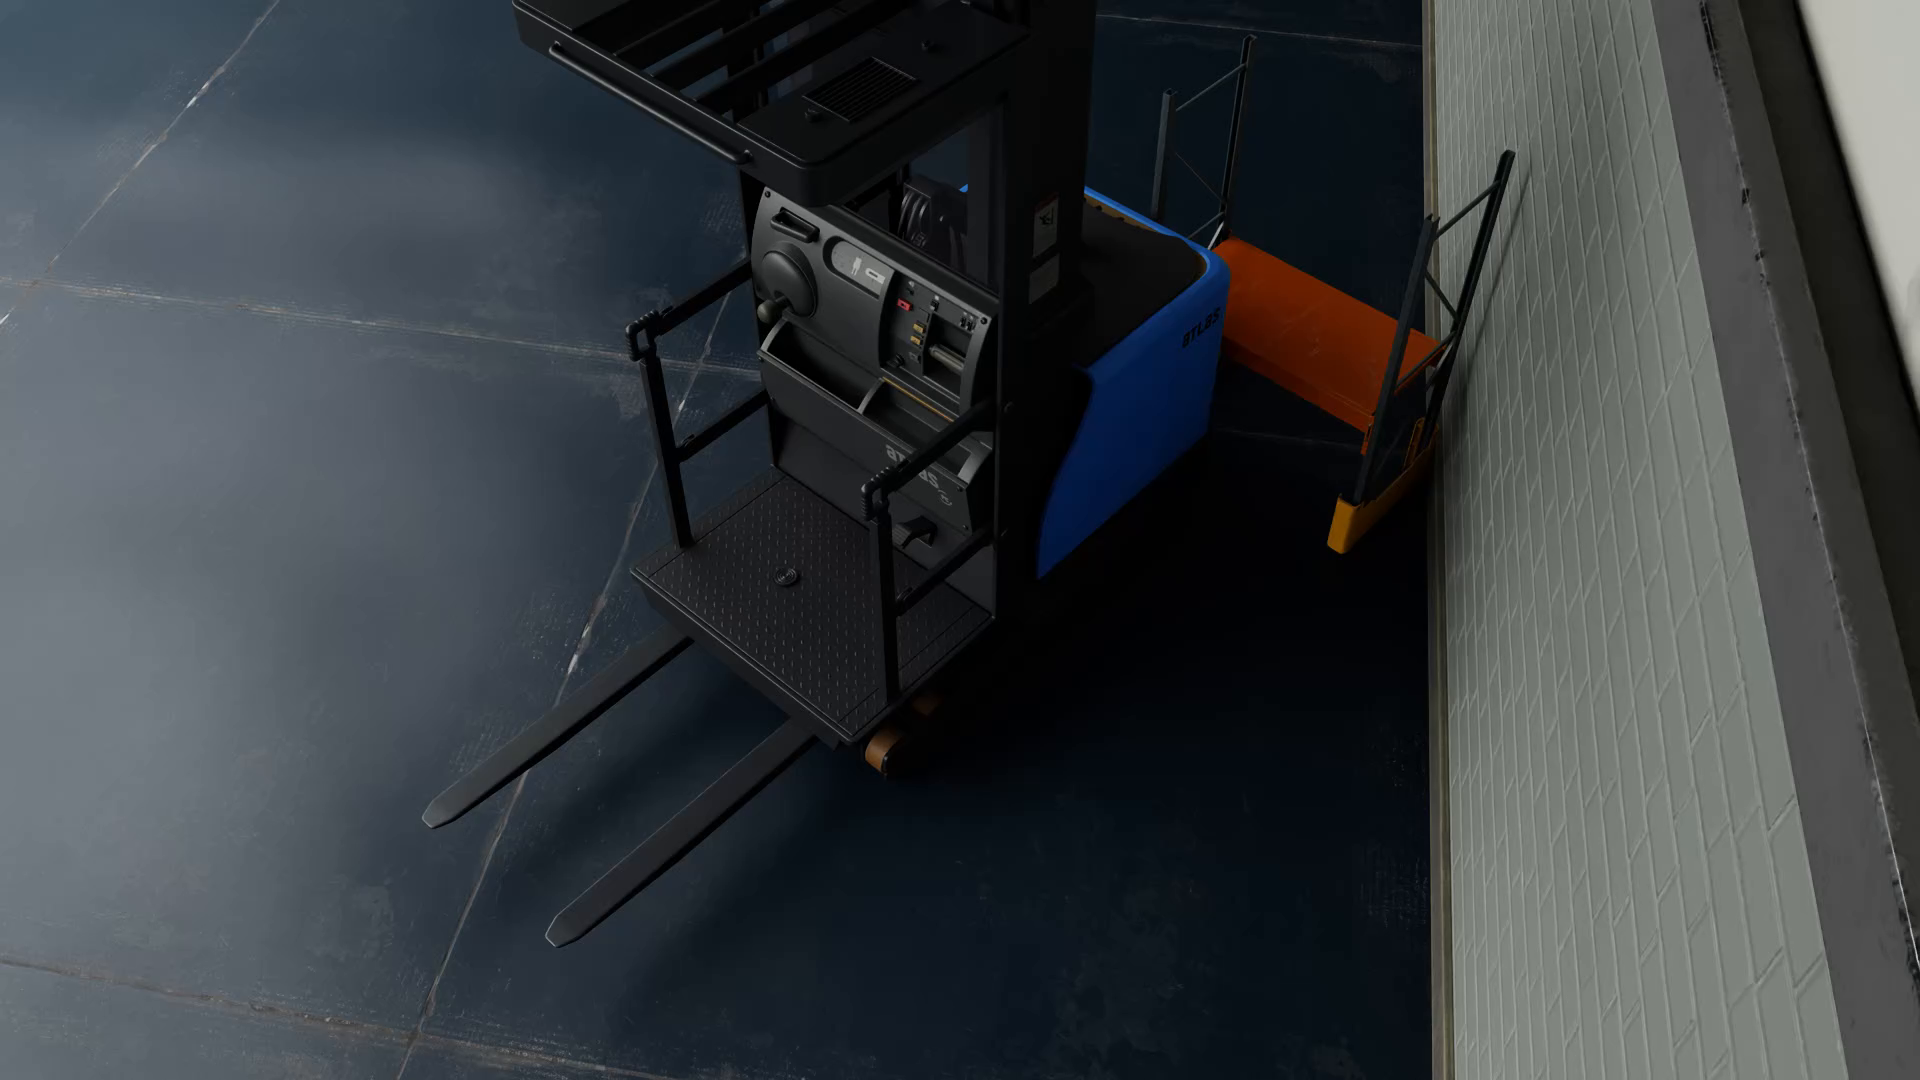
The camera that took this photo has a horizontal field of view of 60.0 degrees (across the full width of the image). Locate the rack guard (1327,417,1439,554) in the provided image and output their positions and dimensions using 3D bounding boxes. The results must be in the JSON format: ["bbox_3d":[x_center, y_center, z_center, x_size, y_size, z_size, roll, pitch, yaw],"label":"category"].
[{"bbox_3d":[1.596,-0.208,6.269,0.087,0.250,0.587,34,57,27],"label":"rack guard"}]

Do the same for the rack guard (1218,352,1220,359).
[{"bbox_3d":[0.863,-0.709,6.719,0.087,0.250,0.587,34,57,27],"label":"rack guard"}]

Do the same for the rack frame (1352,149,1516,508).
[{"bbox_3d":[1.610,-0.616,5.795,0.032,1.500,0.500,34,57,27],"label":"rack frame"}]

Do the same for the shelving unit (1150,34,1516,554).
[{"bbox_3d":[1.229,-0.876,6.029,1.083,1.500,0.587,34,57,27],"label":"shelving unit"}]

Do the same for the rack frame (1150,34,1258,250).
[{"bbox_3d":[0.862,-1.128,6.255,0.032,1.500,0.500,34,57,27],"label":"rack frame"}]

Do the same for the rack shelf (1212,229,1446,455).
[{"bbox_3d":[1.236,-0.752,6.159,1.000,0.185,0.538,34,57,27],"label":"rack shelf"}]

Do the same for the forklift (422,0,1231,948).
[{"bbox_3d":[-0.417,-0.636,4.851,1.130,2.935,3.031,34,56,27],"label":"forklift"}]
